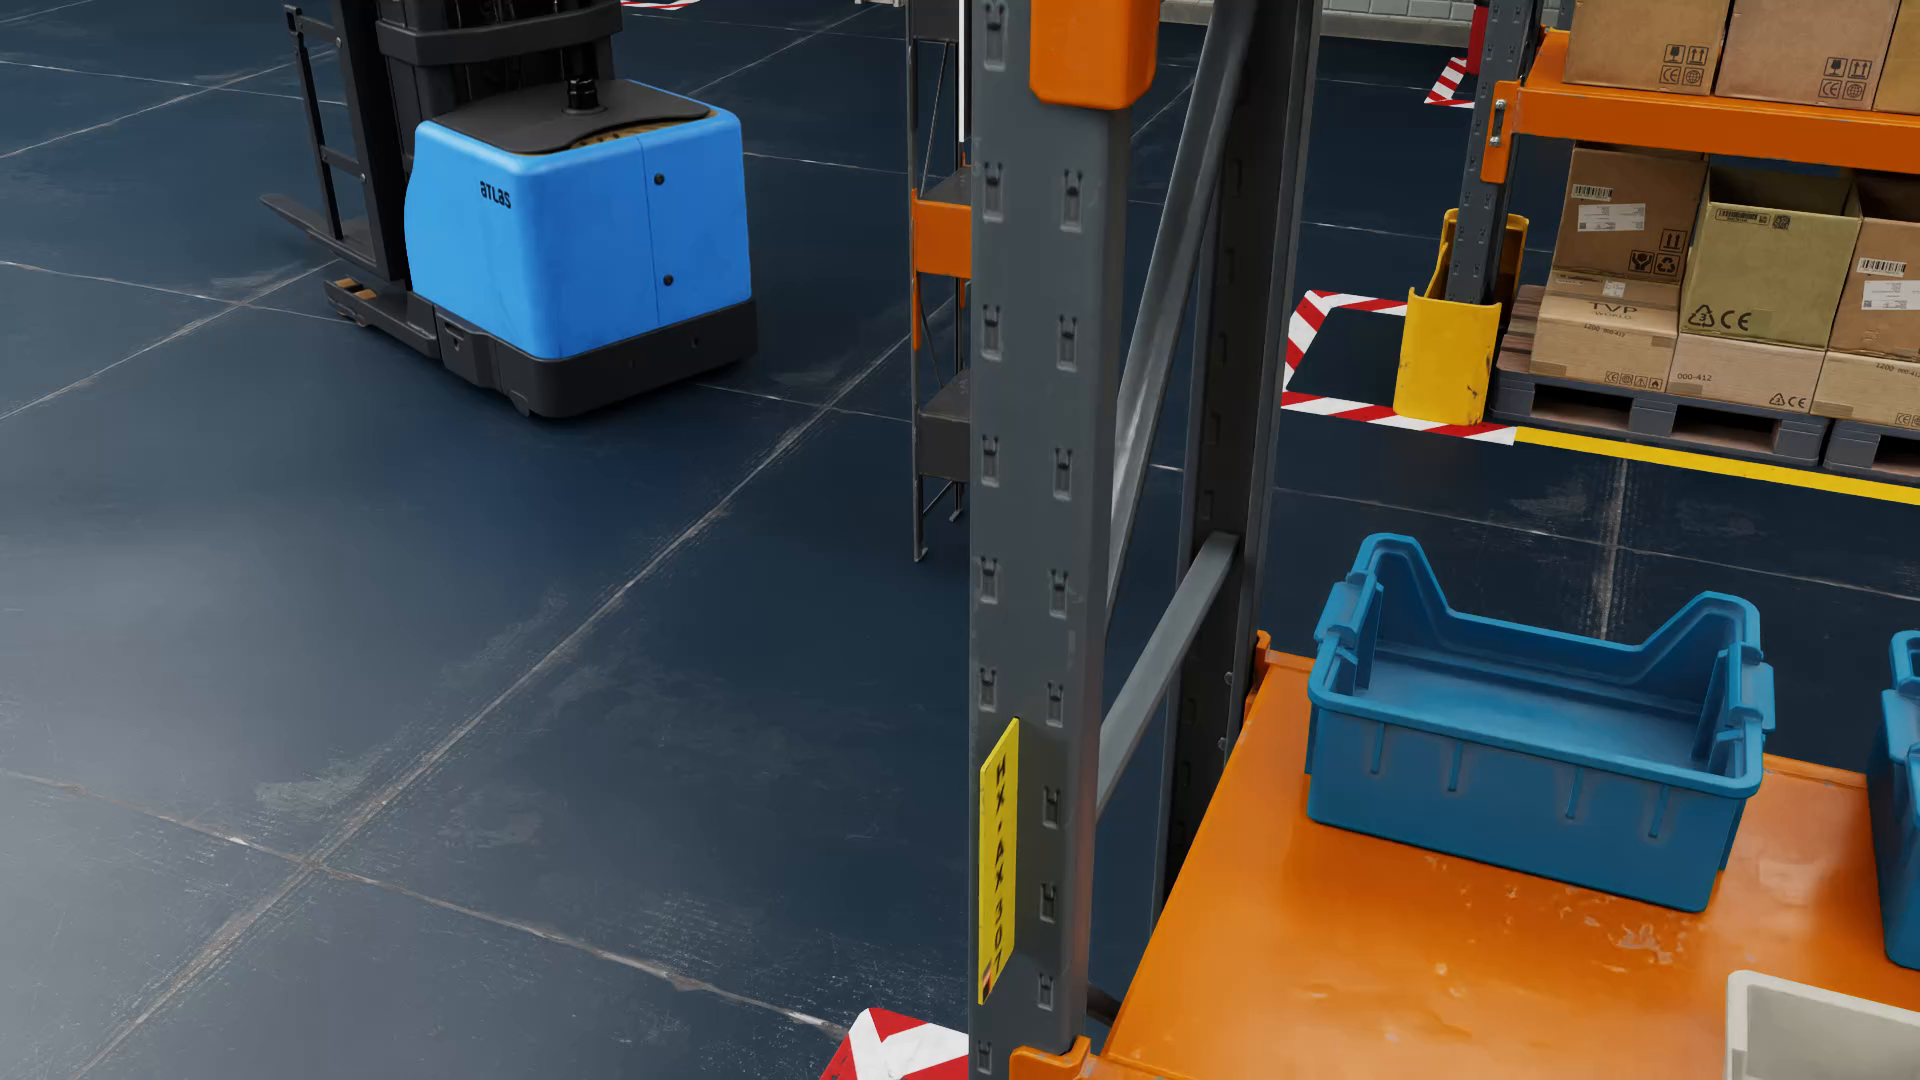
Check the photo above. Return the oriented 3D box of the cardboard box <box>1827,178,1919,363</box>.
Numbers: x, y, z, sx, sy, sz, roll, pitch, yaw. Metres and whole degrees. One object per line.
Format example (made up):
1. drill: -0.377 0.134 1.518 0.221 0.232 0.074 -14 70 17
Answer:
1. cardboard box: 3.463 -0.969 6.022 0.500 0.500 0.500 11 31 19

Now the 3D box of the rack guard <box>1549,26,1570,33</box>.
1. rack guard: 4.047 -3.193 10.891 0.348 0.500 1.175 11 31 19

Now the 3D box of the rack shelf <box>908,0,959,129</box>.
1. rack shelf: 0.153 -1.481 4.841 0.480 0.518 0.431 11 31 19

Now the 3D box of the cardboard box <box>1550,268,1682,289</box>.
1. cardboard box: 2.726 -1.057 6.940 0.500 0.250 0.500 11 31 19

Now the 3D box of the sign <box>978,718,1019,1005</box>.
1. sign: 0.041 0.351 1.799 0.005 0.325 0.100 11 31 19

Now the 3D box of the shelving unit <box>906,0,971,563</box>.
1. shelving unit: 0.153 -0.883 5.179 0.503 2.100 0.431 11 31 19

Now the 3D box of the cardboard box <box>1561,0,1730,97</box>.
1. cardboard box: 2.546 -1.987 6.116 0.500 0.500 0.700 11 31 19

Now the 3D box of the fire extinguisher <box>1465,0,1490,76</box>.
1. fire extinguisher: 2.183 -2.236 6.736 0.183 0.674 0.296 11 31 19

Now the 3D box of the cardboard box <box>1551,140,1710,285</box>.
1. cardboard box: 2.727 -1.385 6.757 0.500 0.500 0.500 11 31 19

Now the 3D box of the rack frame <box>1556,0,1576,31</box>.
1. rack frame: 3.977 -4.295 10.301 0.127 3.000 1.000 11 31 19

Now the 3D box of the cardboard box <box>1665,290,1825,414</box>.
1. cardboard box: 2.996 -0.730 6.362 0.500 0.250 0.500 11 31 19

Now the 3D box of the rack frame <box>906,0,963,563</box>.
1. rack frame: -0.073 -0.929 5.259 0.015 2.100 0.400 11 31 19

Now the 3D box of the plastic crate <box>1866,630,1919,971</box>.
1. plastic crate: 1.428 0.365 2.206 0.408 0.251 0.499 11 31 19

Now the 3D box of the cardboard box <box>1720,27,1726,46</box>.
1. cardboard box: 4.584 -3.147 10.556 0.500 0.311 0.500 8 30 13

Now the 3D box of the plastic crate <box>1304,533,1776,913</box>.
1. plastic crate: 0.828 0.243 2.423 0.616 0.251 0.499 11 31 19

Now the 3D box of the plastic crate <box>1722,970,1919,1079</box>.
1. plastic crate: 0.960 0.649 1.822 0.250 0.136 0.298 11 31 19

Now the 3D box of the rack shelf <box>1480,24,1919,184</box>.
1. rack shelf: 3.971 -1.353 5.826 4.000 0.370 1.077 11 31 19

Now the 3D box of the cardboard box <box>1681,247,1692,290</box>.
1. cardboard box: 3.194 -0.970 6.786 0.500 0.250 0.500 11 31 19

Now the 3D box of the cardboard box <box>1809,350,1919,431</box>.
1. cardboard box: 3.459 -0.638 6.197 0.500 0.250 0.500 11 31 19

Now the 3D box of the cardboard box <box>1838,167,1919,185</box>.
1. cardboard box: 3.659 -1.207 6.442 0.500 0.500 0.500 11 31 19

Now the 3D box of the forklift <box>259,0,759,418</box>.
1. forklift: -2.231 -2.380 6.982 1.130 2.935 3.031 -25 38 -37

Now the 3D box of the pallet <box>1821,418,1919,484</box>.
1. pallet: 3.969 -0.473 6.373 1.213 0.211 1.003 11 31 19

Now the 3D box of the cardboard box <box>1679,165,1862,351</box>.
1. cardboard box: 2.995 -1.056 6.176 0.500 0.500 0.500 11 31 19

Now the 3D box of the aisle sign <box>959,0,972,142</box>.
1. aisle sign: 0.075 -0.790 1.457 0.004 0.787 0.394 11 31 19

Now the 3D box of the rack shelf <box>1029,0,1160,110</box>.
1. rack shelf: 2.105 -0.401 1.094 4.000 0.370 1.077 11 31 19

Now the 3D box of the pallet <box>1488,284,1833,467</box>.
1. pallet: 2.842 -0.700 6.774 1.213 0.211 1.003 11 31 19

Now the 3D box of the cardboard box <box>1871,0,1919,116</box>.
1. cardboard box: 3.492 -1.798 5.781 0.500 0.500 0.700 12 31 19

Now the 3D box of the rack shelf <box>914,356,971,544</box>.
1. rack shelf: 0.153 -0.262 5.530 0.480 0.518 0.431 11 31 19

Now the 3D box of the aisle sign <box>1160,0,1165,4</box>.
1. aisle sign: 0.297 -1.059 1.933 0.004 0.787 0.394 11 31 19

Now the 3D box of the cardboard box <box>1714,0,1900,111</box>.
1. cardboard box: 3.034 -1.892 5.948 0.500 0.500 0.700 12 32 20

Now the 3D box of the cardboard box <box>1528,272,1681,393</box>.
1. cardboard box: 2.531 -0.821 6.522 0.500 0.250 0.500 11 31 19

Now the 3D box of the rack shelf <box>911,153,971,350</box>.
1. rack shelf: 0.153 -0.872 5.186 0.480 0.518 0.431 11 31 19

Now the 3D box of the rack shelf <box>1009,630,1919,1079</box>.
1. rack shelf: 2.105 0.905 1.832 4.000 0.370 1.077 11 31 19

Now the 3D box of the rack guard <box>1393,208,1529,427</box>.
1. rack guard: 2.096 -0.952 6.927 0.348 0.500 1.175 11 31 19

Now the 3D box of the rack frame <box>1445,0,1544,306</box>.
1. rack frame: 2.118 -2.036 6.304 0.127 3.000 1.000 11 31 19
